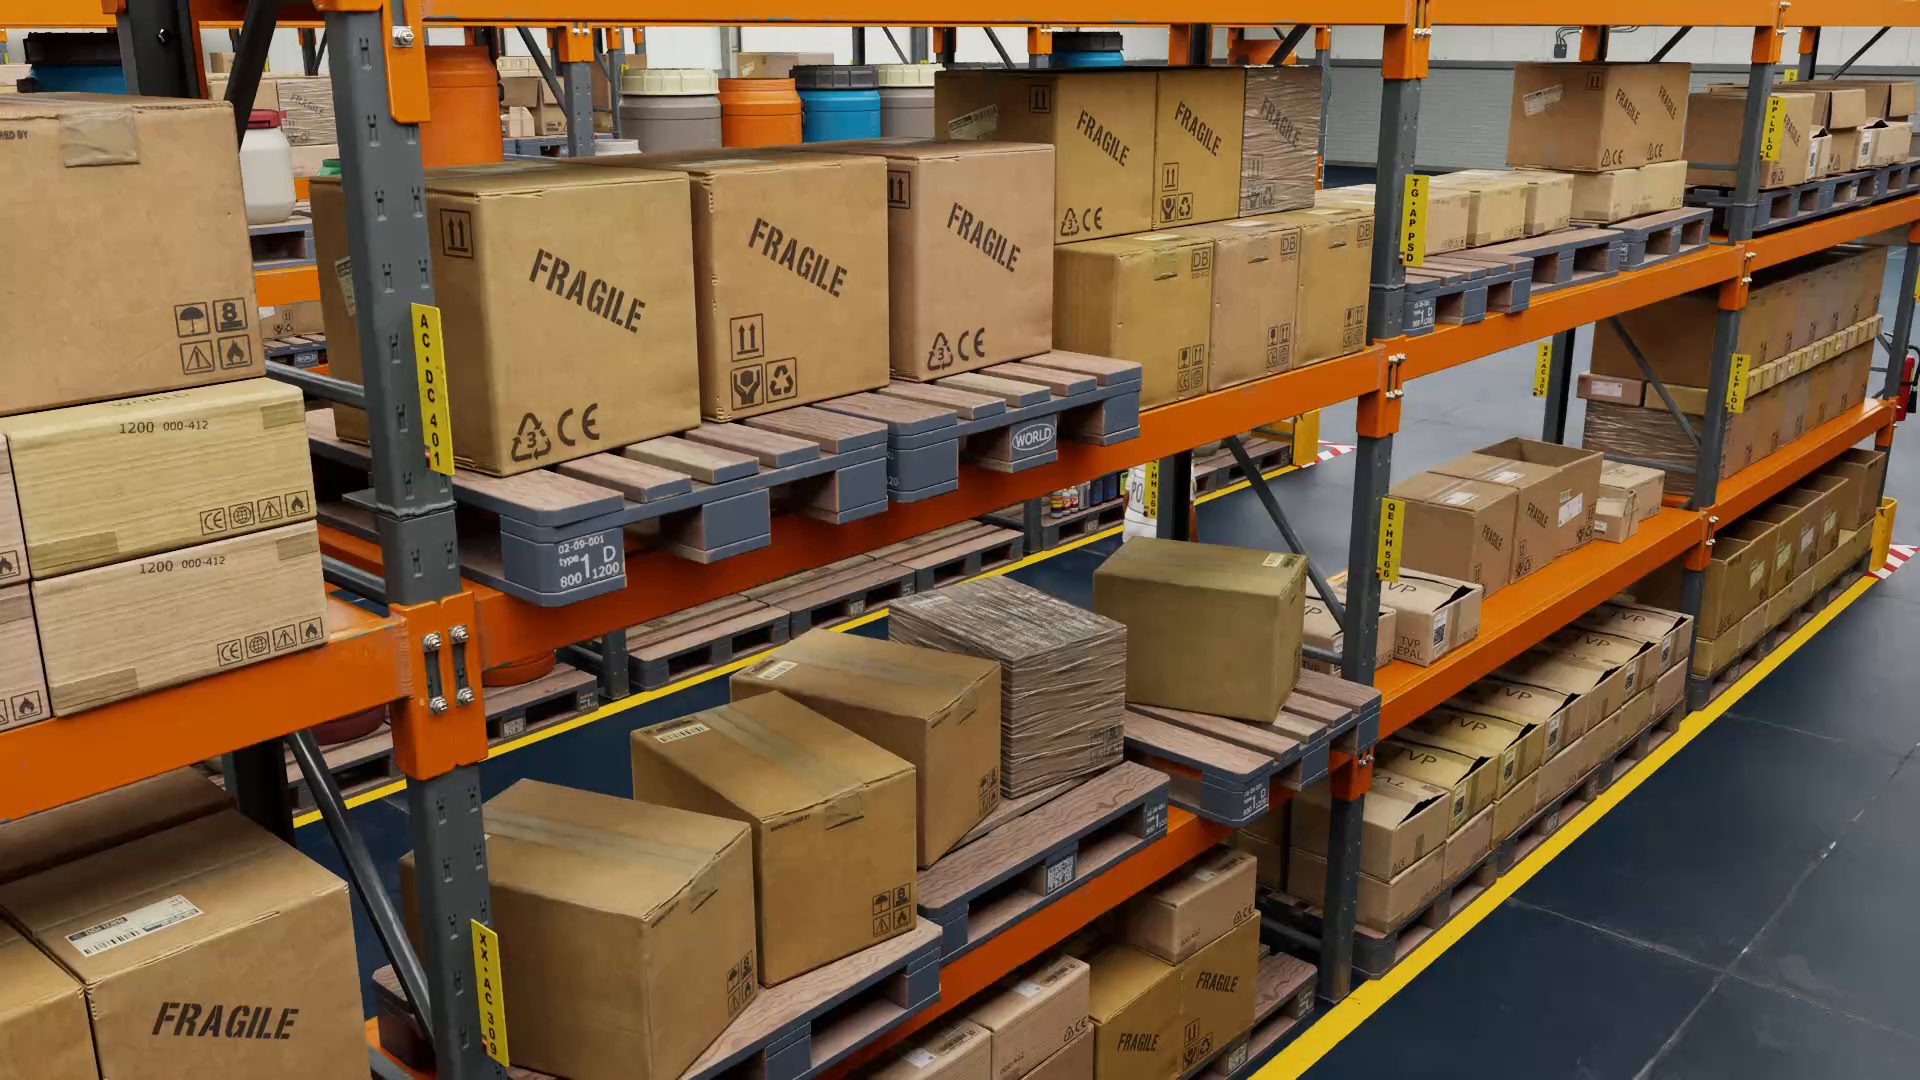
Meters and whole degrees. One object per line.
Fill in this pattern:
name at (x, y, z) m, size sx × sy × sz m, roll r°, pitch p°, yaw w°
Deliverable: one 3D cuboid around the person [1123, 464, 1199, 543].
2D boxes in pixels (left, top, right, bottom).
person at (1.288, 0.011, 10.498) m, size 0.552 × 1.666 × 0.472 m, roll 14°, pitch 22°, yaw 38°
